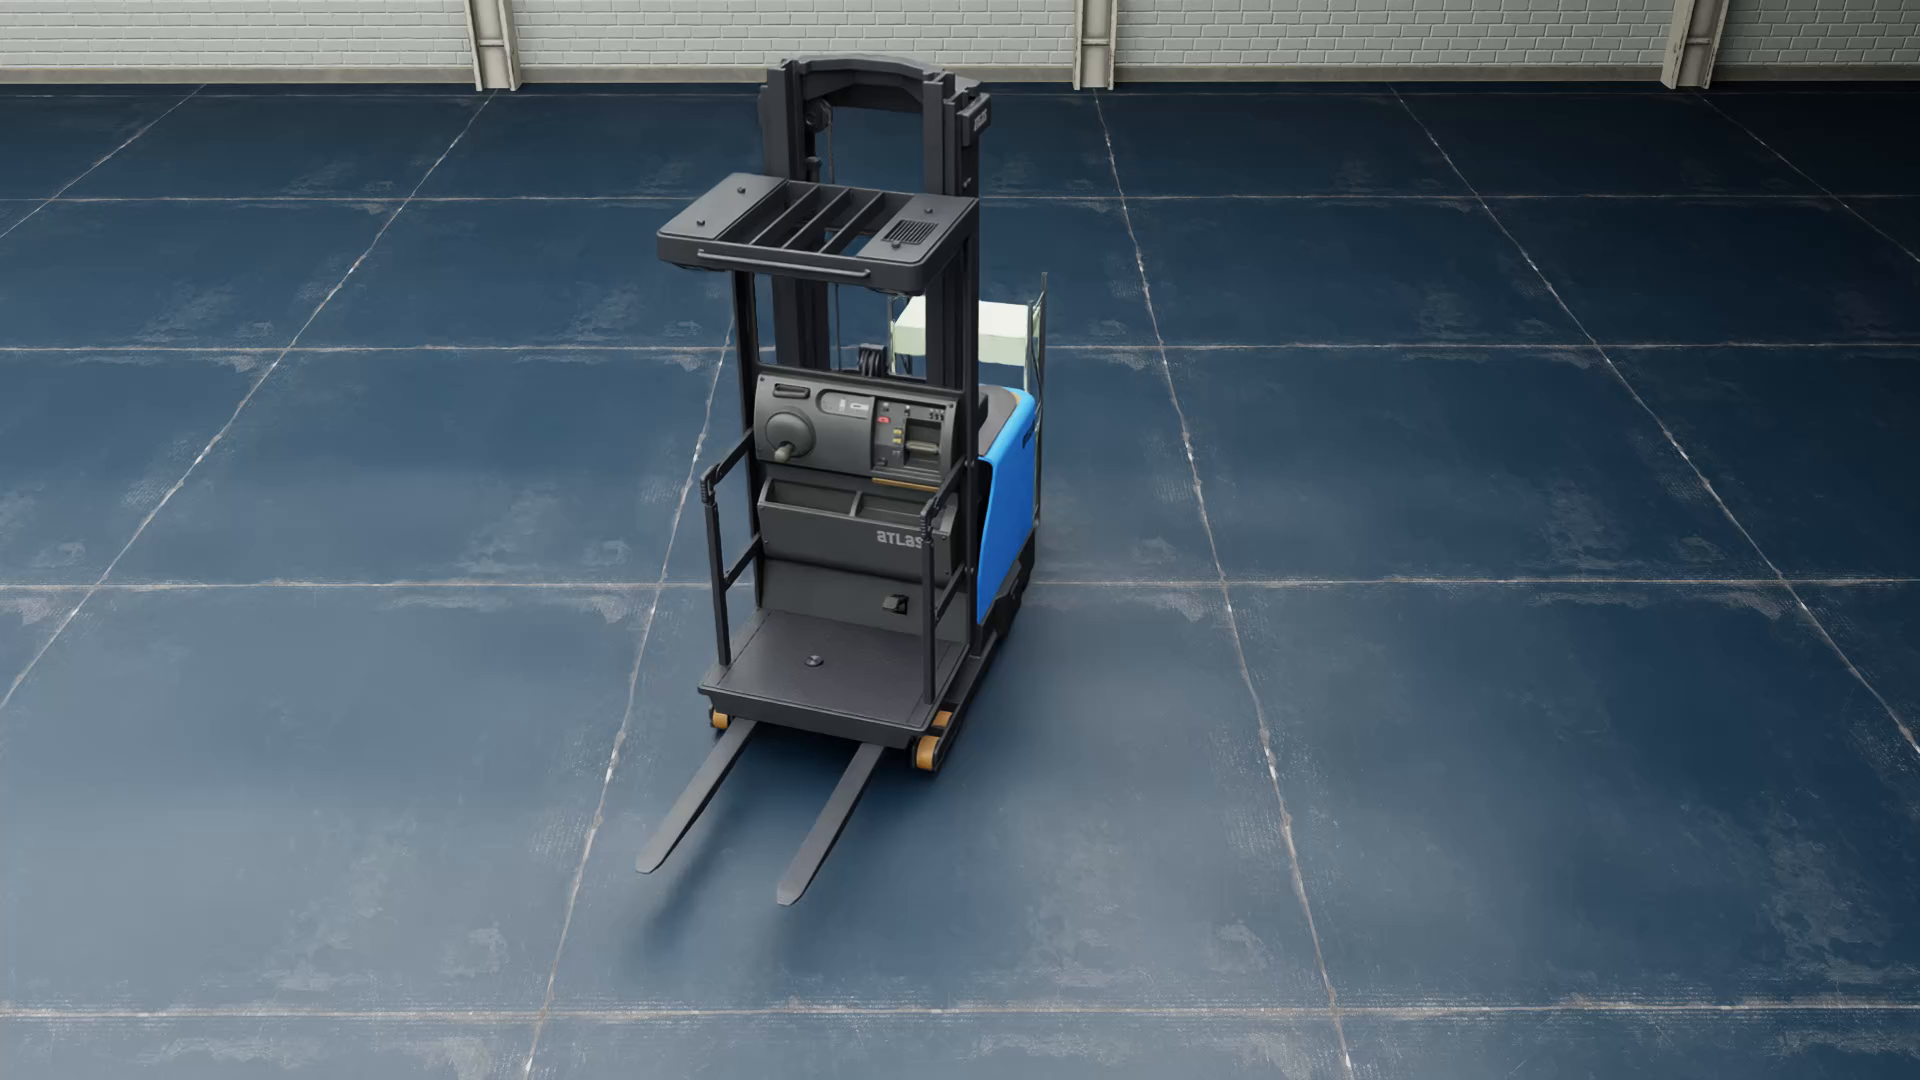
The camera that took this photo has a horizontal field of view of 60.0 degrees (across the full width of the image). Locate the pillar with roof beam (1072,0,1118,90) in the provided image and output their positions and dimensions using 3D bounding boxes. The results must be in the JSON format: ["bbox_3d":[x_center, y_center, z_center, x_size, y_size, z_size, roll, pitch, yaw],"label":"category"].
[{"bbox_3d":[1.372,-6.220,10.827,0.400,9.000,9.100,0,31,0],"label":"pillar with roof beam"}]

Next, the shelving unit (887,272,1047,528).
[{"bbox_3d":[0.042,-0.700,8.957,0.755,1.500,0.431,7,32,12],"label":"shelving unit"}]

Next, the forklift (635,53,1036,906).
[{"bbox_3d":[-0.528,-0.439,7.148,1.130,2.935,3.031,9,32,15],"label":"forklift"}]

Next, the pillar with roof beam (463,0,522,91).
[{"bbox_3d":[-4.627,-6.202,10.796,0.400,9.000,9.100,0,31,0],"label":"pillar with roof beam"}]

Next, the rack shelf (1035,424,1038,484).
[{"bbox_3d":[0.042,-0.421,9.126,0.720,0.370,0.431,7,32,12],"label":"rack shelf"}]

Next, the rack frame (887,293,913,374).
[{"bbox_3d":[-0.314,-0.744,9.031,0.023,1.500,0.400,7,32,12],"label":"rack frame"}]

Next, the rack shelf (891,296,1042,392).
[{"bbox_3d":[0.042,-1.033,8.755,0.720,0.370,0.431,7,32,12],"label":"rack shelf"}]

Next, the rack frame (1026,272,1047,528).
[{"bbox_3d":[0.398,-0.655,8.883,0.023,1.500,0.400,7,32,12],"label":"rack frame"}]

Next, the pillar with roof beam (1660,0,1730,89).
[{"bbox_3d":[7.372,-6.239,10.858,0.400,9.000,9.100,0,31,0],"label":"pillar with roof beam"}]
